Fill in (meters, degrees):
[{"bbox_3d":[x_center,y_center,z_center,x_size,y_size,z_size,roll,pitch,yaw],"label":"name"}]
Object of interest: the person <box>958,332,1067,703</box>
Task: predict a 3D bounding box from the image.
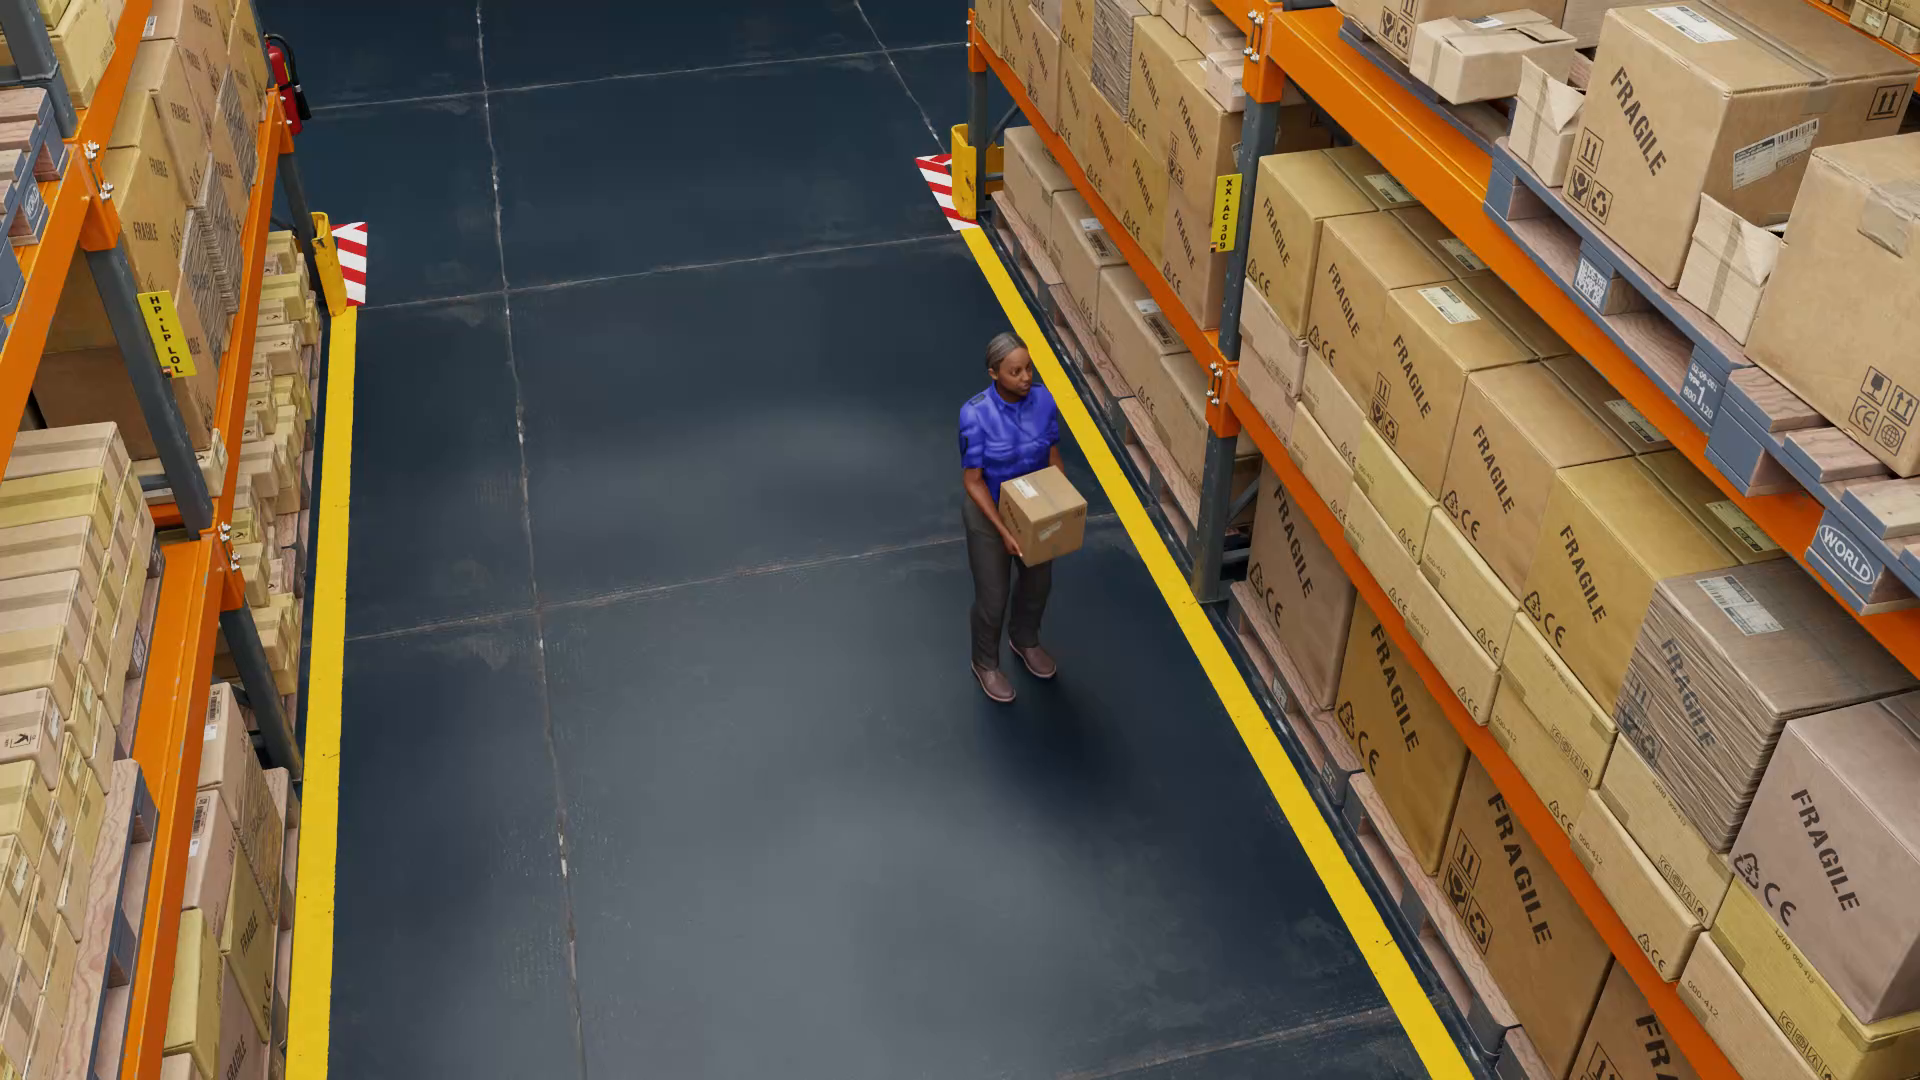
[{"bbox_3d":[0.239,-0.056,6.796,0.449,1.645,0.521,-19,42,-22],"label":"person"}]
